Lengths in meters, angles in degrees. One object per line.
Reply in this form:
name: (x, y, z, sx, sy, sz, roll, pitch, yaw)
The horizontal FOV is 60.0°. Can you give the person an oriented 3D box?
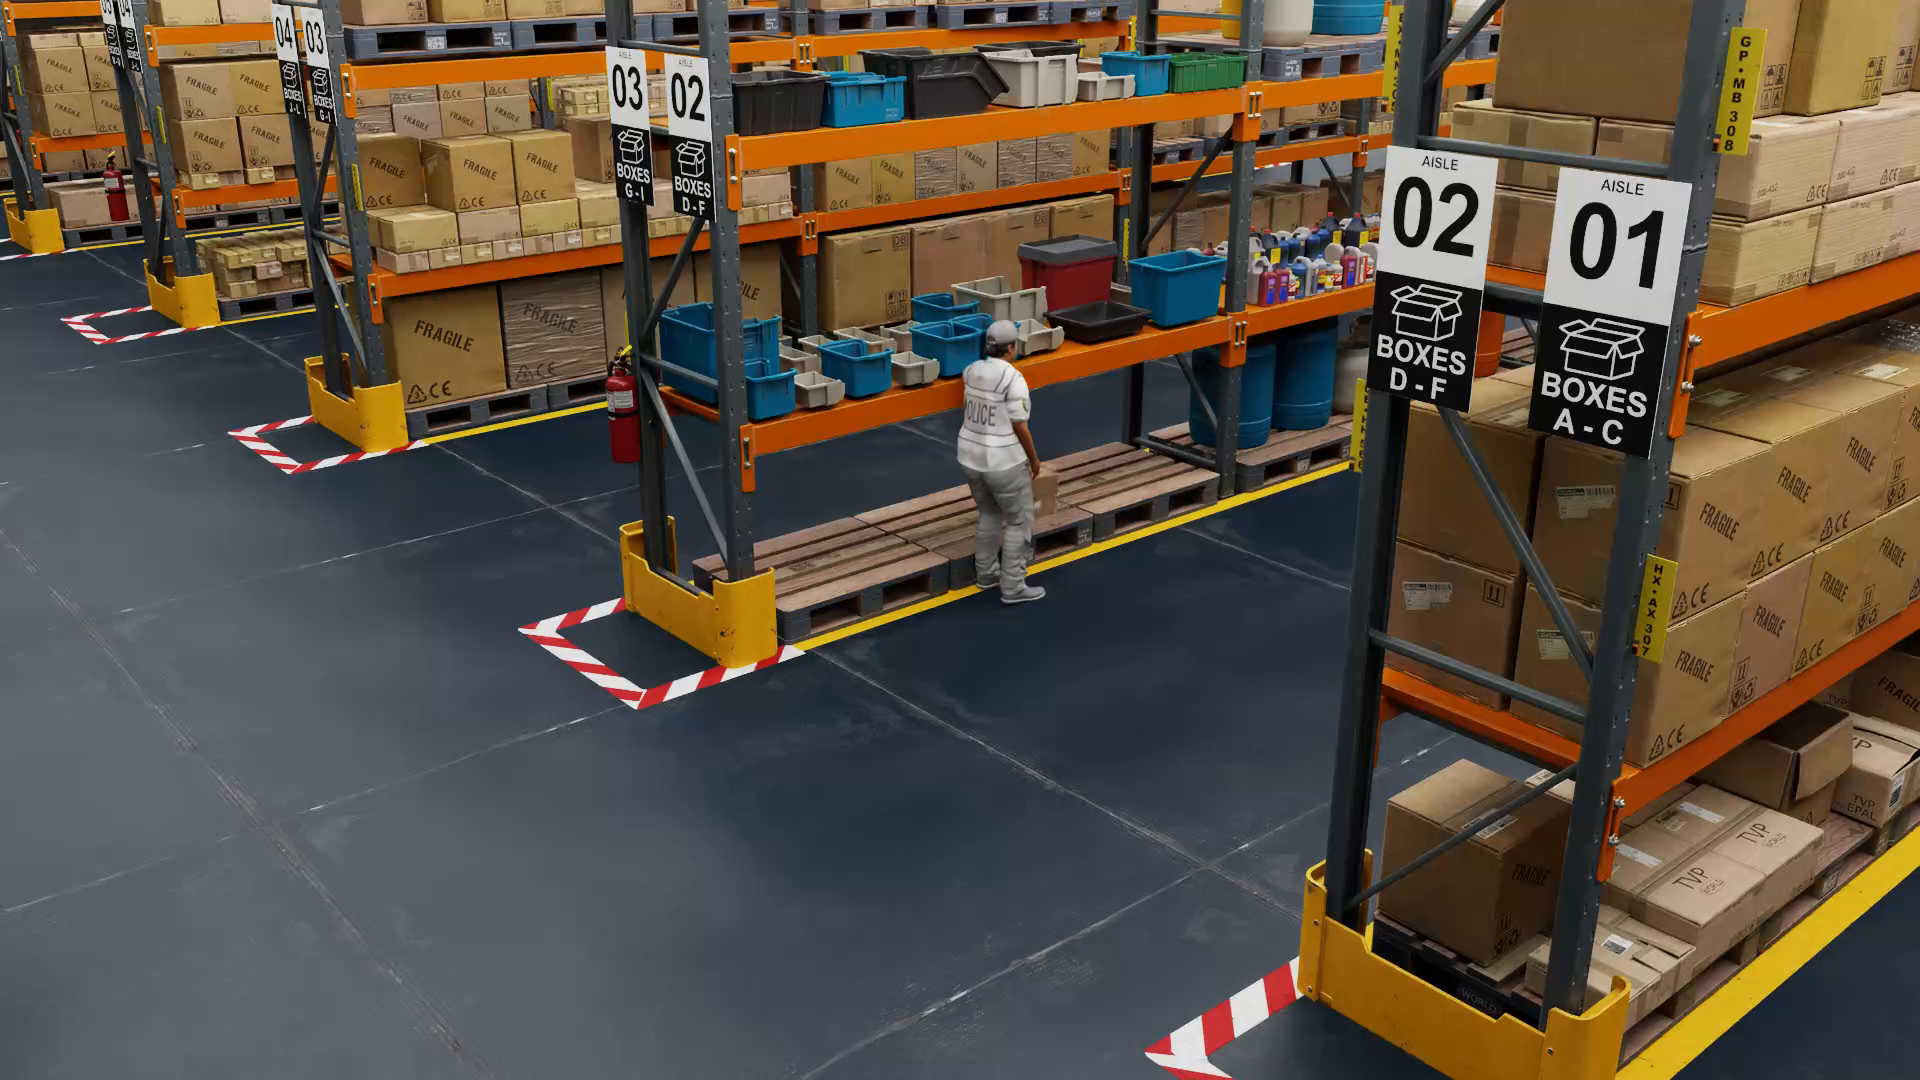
person: (0.239, -0.463, 9.765, 0.451, 1.671, 0.521, -18, 28, -39)
